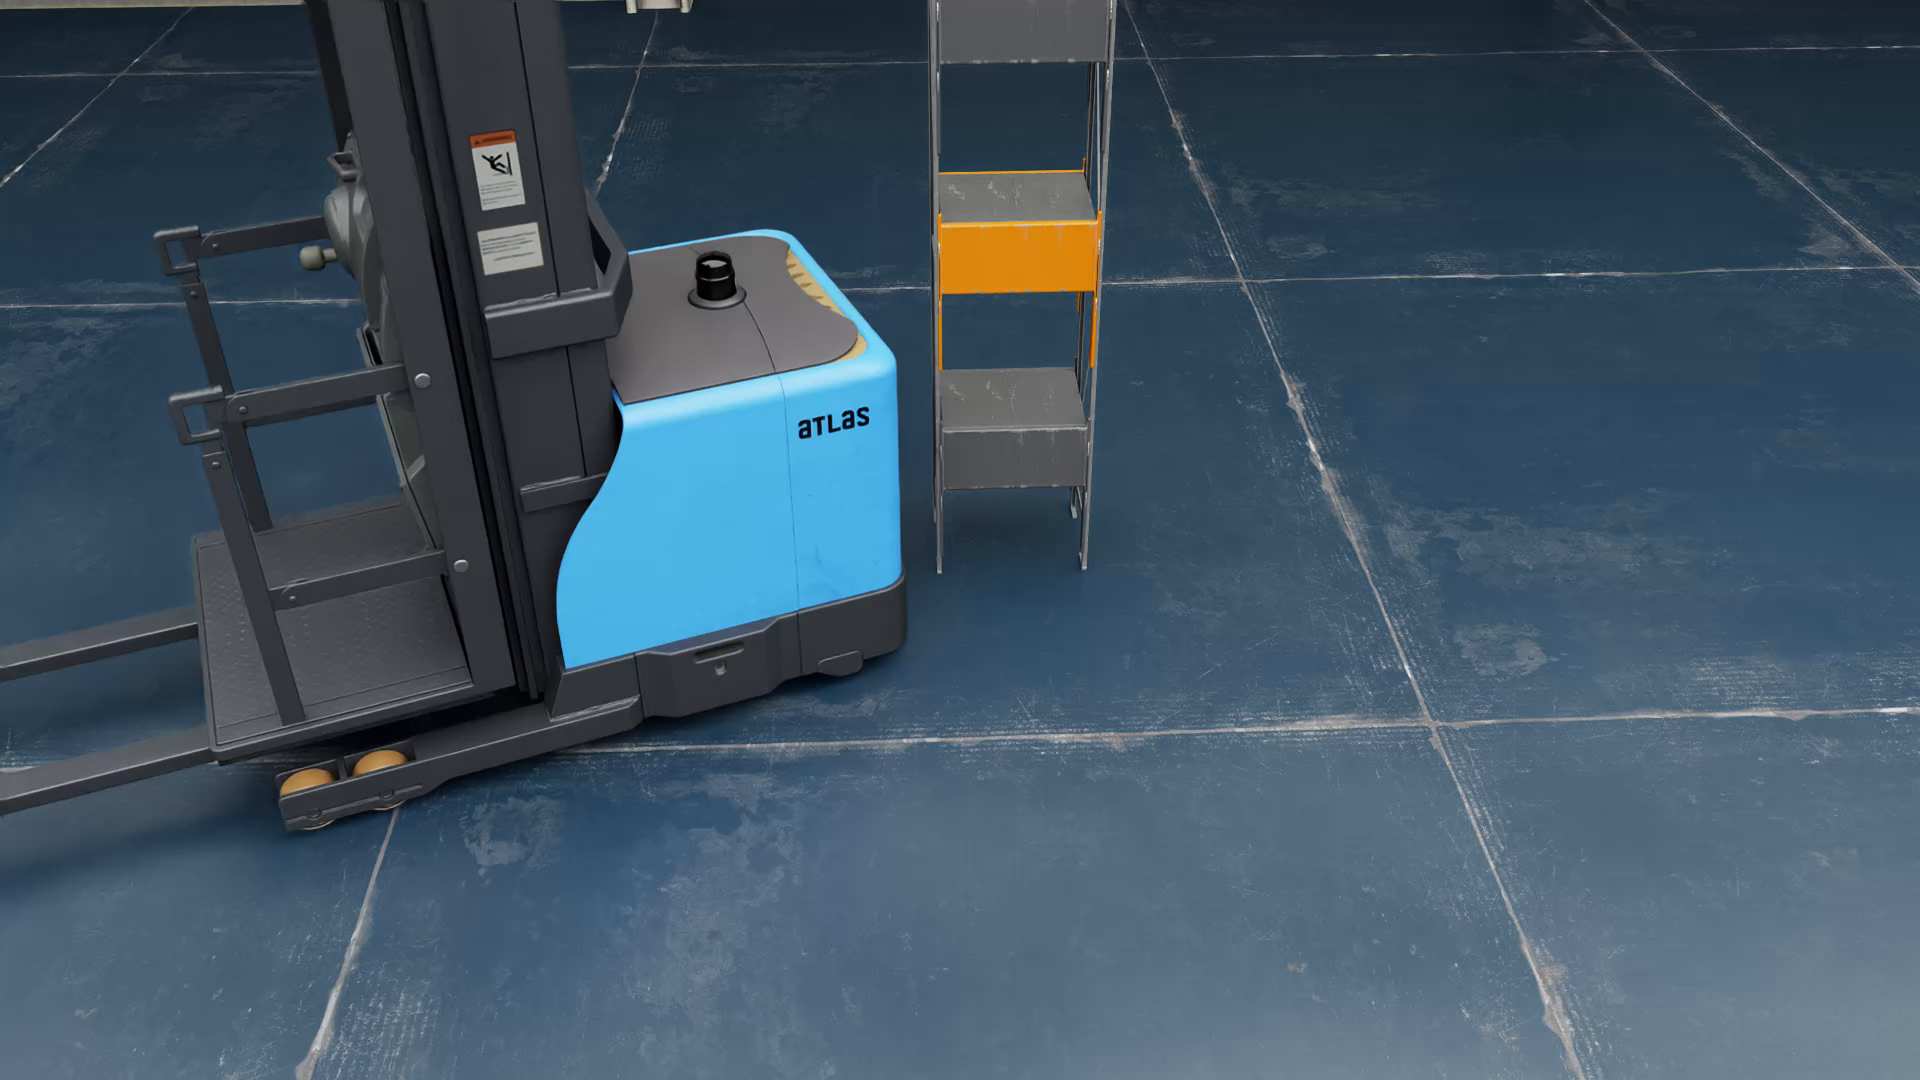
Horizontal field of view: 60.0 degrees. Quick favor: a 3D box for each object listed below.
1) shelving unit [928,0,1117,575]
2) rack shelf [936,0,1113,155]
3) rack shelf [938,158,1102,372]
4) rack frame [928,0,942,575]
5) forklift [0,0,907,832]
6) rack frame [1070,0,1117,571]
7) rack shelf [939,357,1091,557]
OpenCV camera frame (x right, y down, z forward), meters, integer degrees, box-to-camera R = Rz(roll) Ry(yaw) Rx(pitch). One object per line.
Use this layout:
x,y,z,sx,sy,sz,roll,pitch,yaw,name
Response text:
0.165,-0.868,5.159,0.503,2.100,0.431,-2,35,-2,shelving unit
0.165,-1.432,4.768,0.480,0.518,0.431,-2,35,-2,rack shelf
0.165,-0.857,5.167,0.480,0.518,0.431,-2,35,-2,rack shelf
-0.078,-0.861,5.149,0.015,2.100,0.400,-2,35,-2,rack frame
-1.728,-0.749,4.256,3.031,2.935,1.130,-14,37,-19,forklift
0.409,-0.874,5.168,0.015,2.100,0.400,-2,35,-2,rack frame
0.165,-0.281,5.565,0.480,0.518,0.431,-2,35,-2,rack shelf
